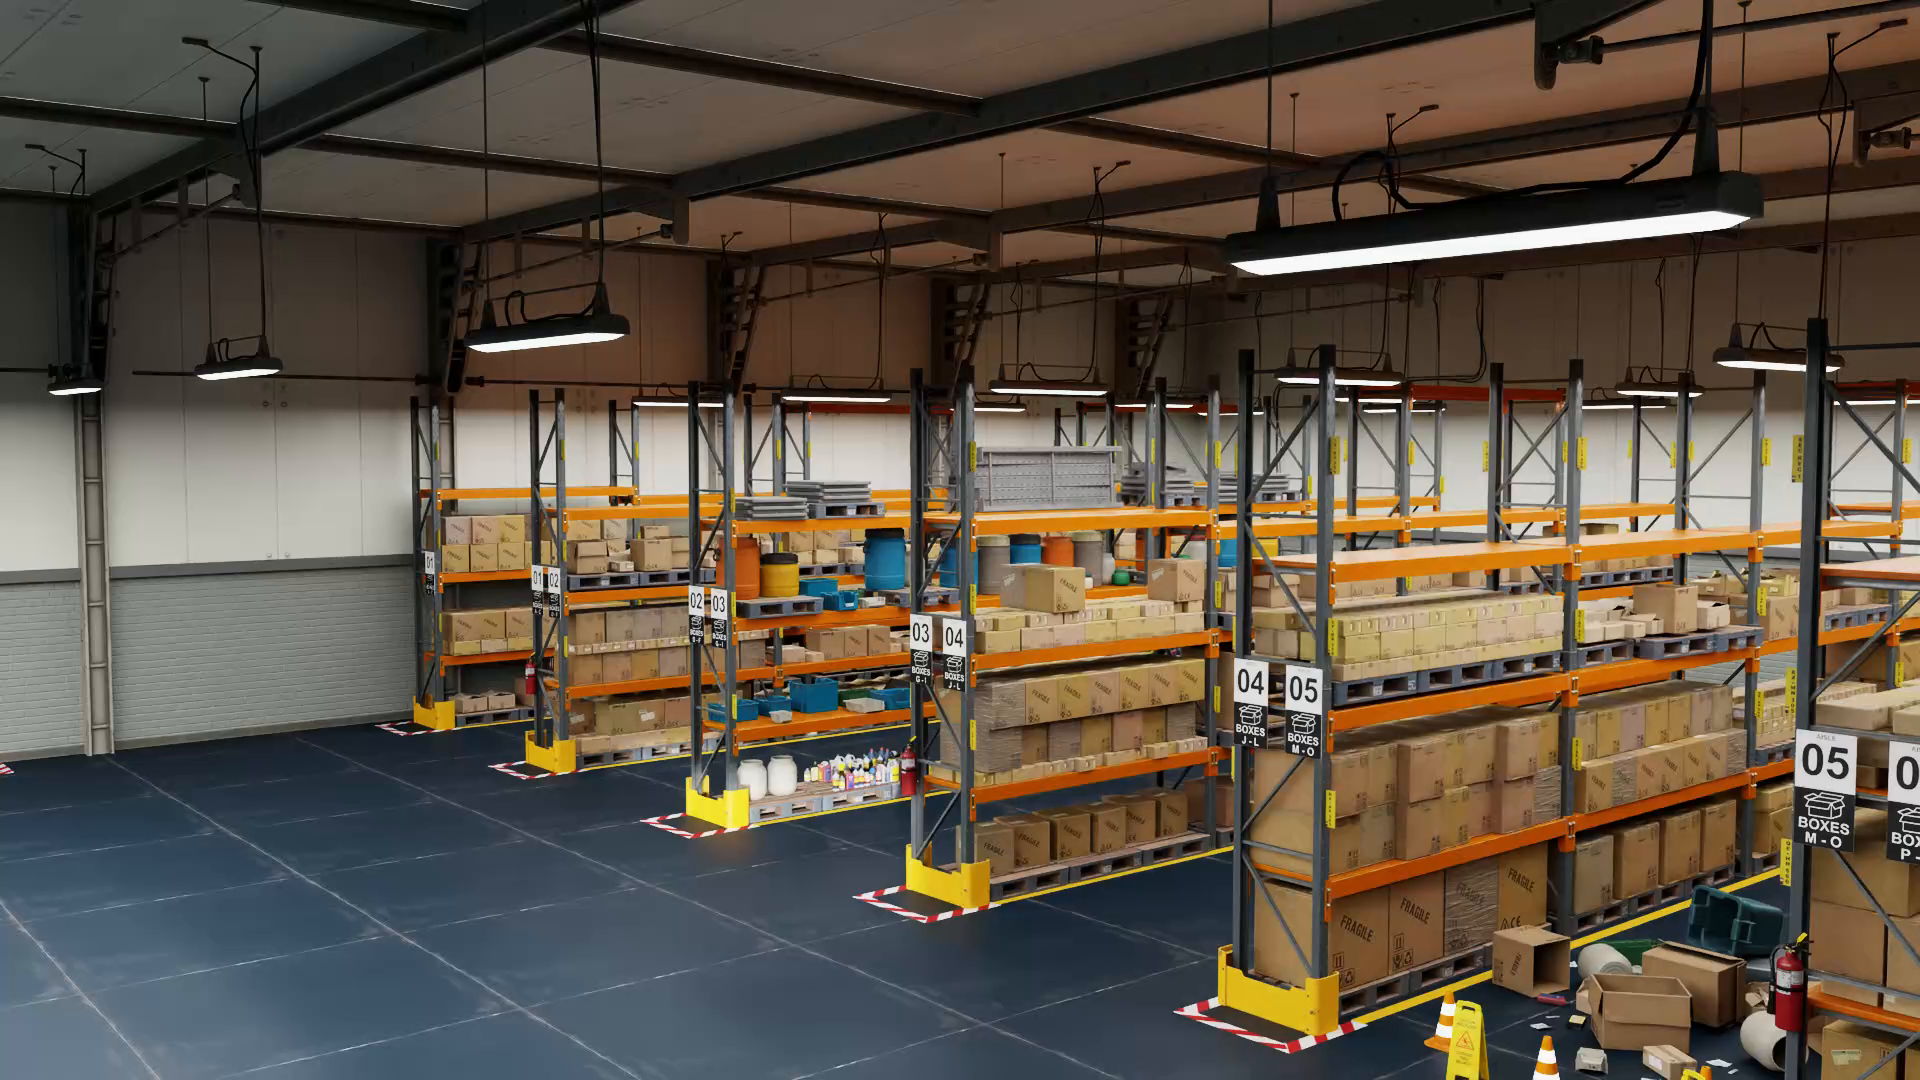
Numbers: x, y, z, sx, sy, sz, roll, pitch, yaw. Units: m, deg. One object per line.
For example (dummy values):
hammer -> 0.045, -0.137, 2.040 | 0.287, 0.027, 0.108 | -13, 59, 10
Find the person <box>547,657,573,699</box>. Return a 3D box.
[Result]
person -> -6.752, 2.564, 28.642 | 0.688, 1.780, 0.950 | 1, 4, 22
